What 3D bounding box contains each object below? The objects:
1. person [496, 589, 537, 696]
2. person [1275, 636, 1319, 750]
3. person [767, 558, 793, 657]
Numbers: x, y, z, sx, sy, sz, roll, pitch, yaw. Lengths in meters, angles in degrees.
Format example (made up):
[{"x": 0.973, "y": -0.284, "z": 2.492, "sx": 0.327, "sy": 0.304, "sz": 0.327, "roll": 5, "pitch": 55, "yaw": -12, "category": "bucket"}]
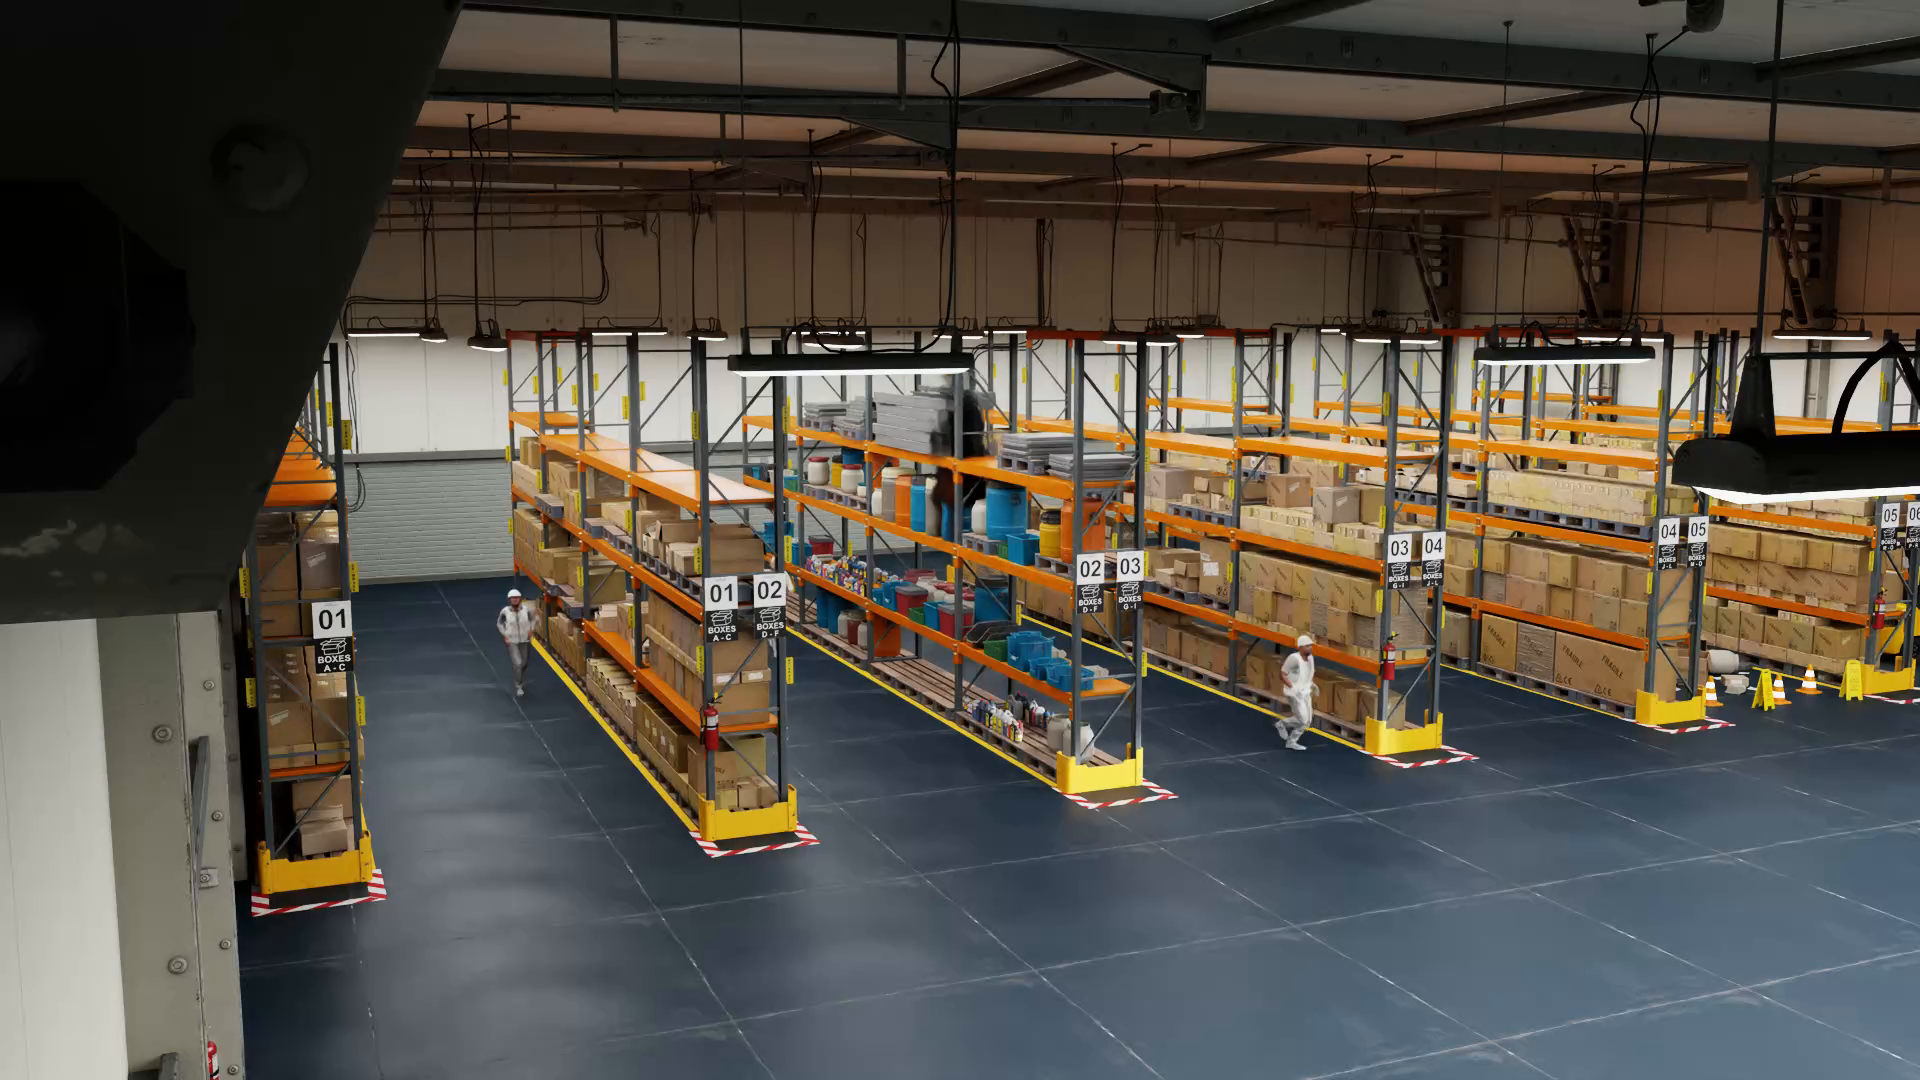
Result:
[{"x": -7.418, "y": 1.688, "z": 27.874, "sx": 0.660, "sy": 1.784, "sz": 0.735, "roll": -3, "pitch": 8, "yaw": -23, "category": "person"}, {"x": 4.879, "y": 2.206, "z": 24.162, "sx": 0.655, "sy": 1.695, "sz": 0.599, "roll": -7, "pitch": 11, "yaw": -43, "category": "person"}, {"x": -3.464, "y": 1.219, "z": 31.054, "sx": 0.704, "sy": 1.802, "sz": 1.046, "roll": -3, "pitch": 8, "yaw": -22, "category": "person"}]
